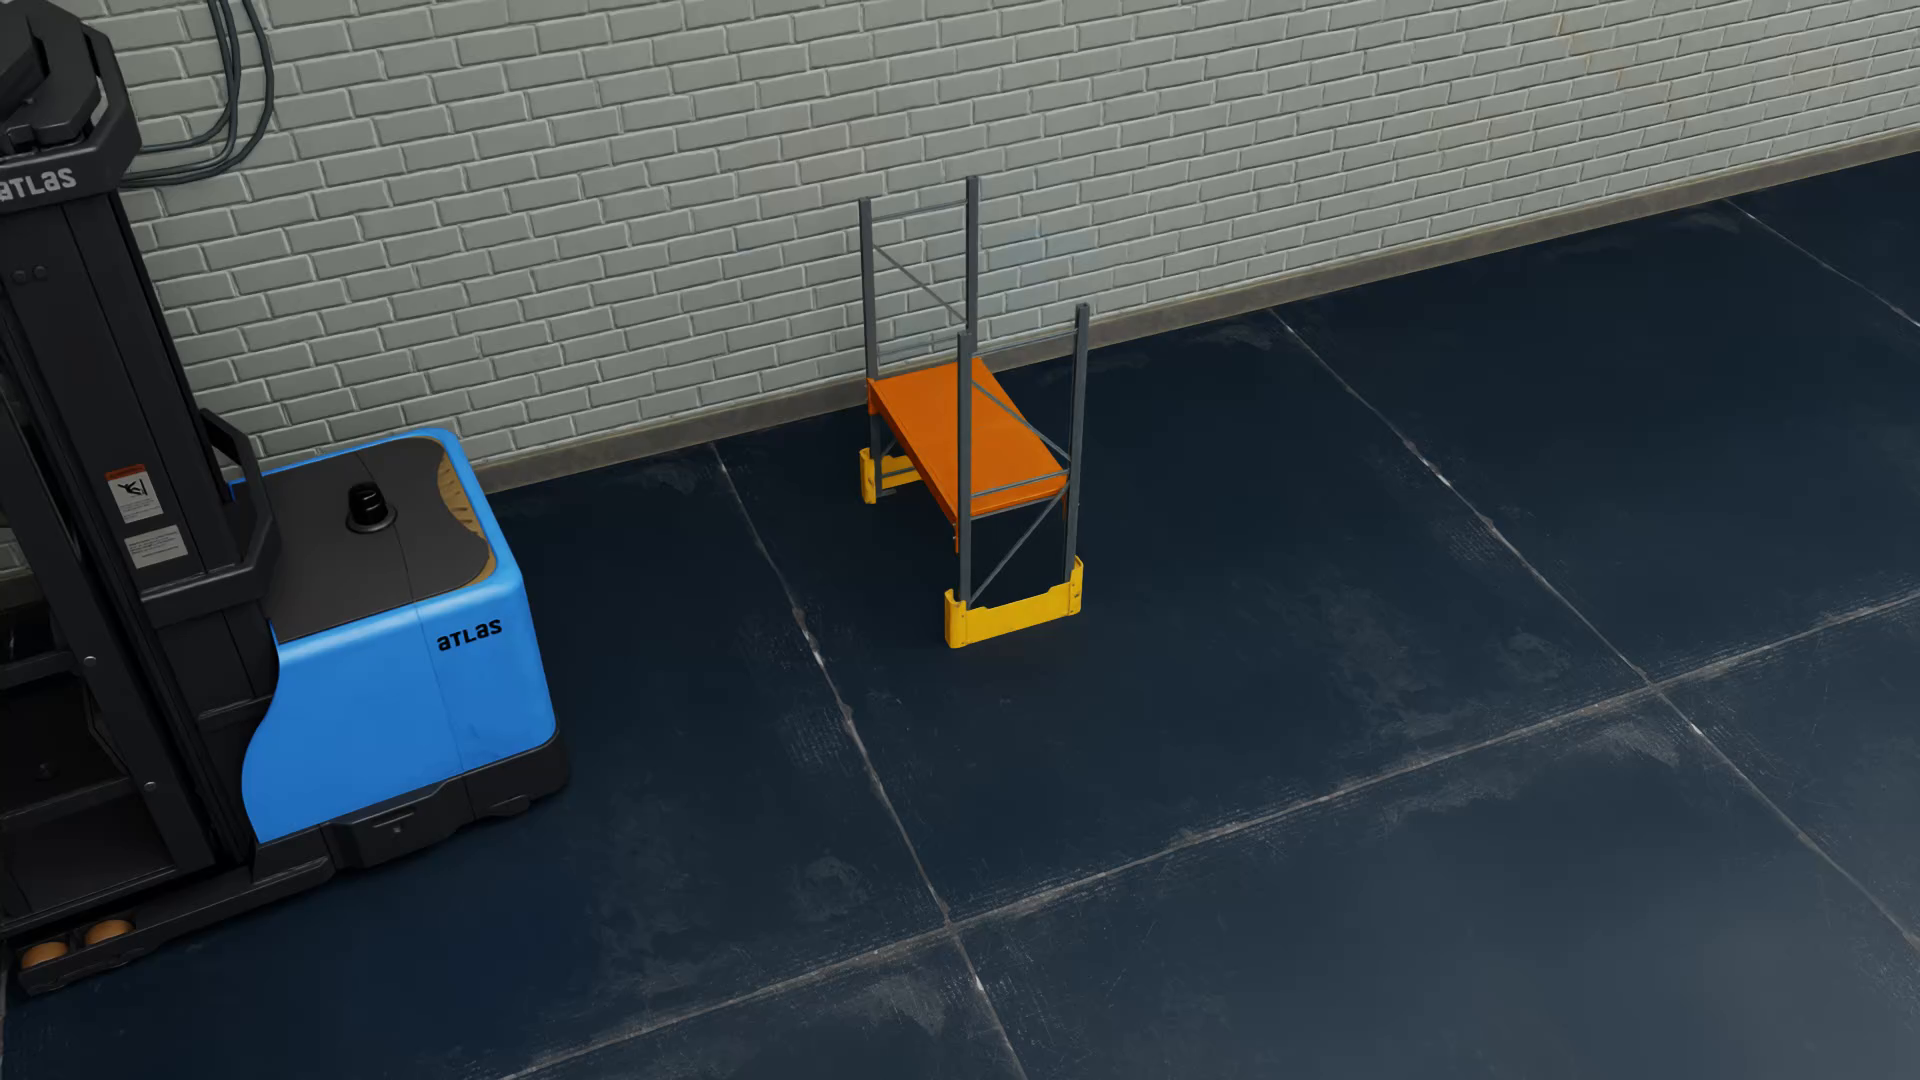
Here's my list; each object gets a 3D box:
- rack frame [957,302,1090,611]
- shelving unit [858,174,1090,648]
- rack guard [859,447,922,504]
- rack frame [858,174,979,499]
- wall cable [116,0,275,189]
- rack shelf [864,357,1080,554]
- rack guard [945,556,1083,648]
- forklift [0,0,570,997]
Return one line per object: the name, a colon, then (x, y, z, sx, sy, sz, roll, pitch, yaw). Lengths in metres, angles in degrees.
rack frame: (0.227, -0.211, 6.345, 0.500, 1.500, 0.032, -15, 43, -17)
shelving unit: (0.029, -0.523, 6.708, 0.587, 1.500, 1.083, -15, 43, -17)
rack guard: (-0.161, -0.349, 7.464, 0.587, 0.250, 0.087, -15, 43, -17)
rack frame: (-0.162, -0.823, 7.057, 0.500, 1.500, 0.032, -15, 43, -17)
wall cable: (-3.900, -1.949, 4.997, 3.097, 2.526, 0.112, -15, 43, -17)
rack shelf: (0.033, -0.381, 6.818, 0.538, 0.185, 1.000, -15, 43, -17)
rack guard: (0.220, 0.251, 6.766, 0.587, 0.250, 0.087, -15, 43, -17)
forklift: (-2.989, -0.014, 5.018, 3.031, 2.935, 1.130, -19, 44, -20)
